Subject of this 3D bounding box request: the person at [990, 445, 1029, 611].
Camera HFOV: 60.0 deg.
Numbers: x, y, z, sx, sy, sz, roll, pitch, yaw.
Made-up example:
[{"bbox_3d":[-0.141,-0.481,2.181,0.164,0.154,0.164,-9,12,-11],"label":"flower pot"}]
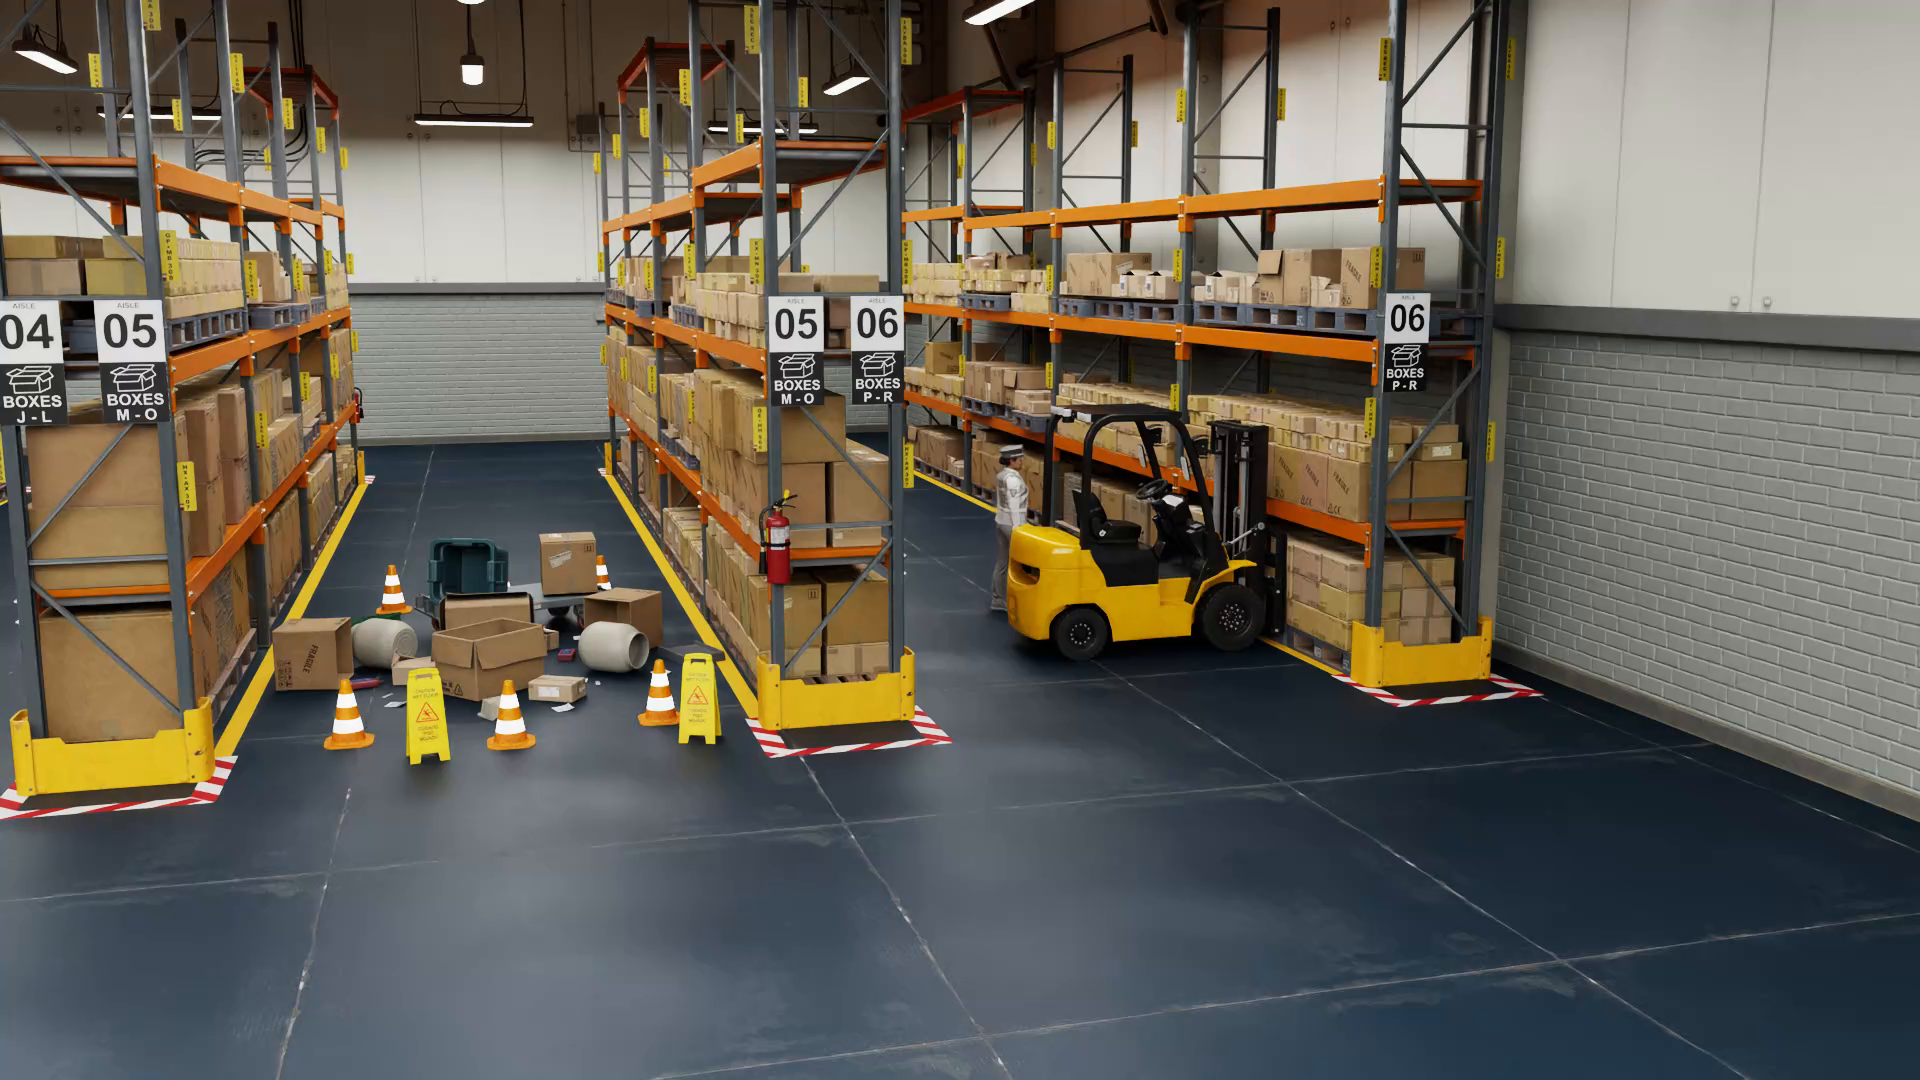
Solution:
[{"bbox_3d":[0.642,-0.126,16.560,0.680,1.664,0.507,-3,10,-18],"label":"person"}]
